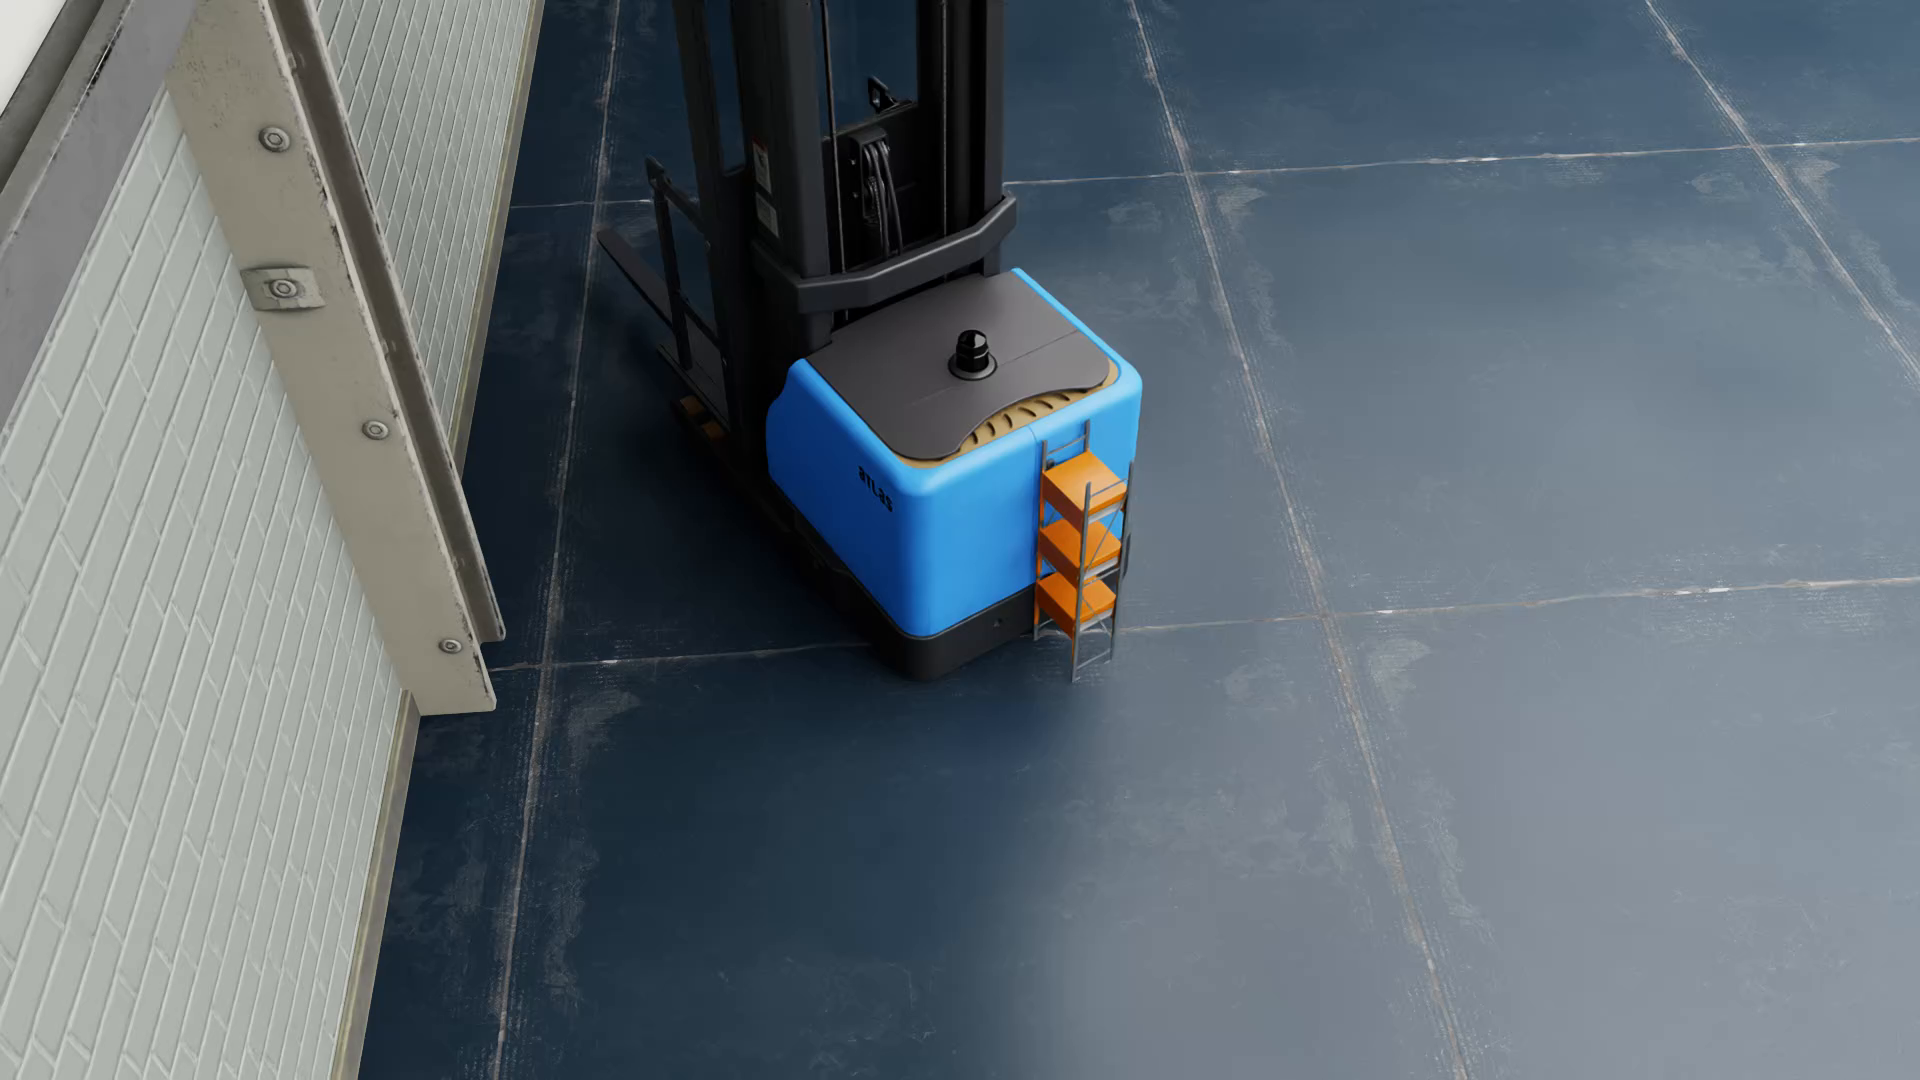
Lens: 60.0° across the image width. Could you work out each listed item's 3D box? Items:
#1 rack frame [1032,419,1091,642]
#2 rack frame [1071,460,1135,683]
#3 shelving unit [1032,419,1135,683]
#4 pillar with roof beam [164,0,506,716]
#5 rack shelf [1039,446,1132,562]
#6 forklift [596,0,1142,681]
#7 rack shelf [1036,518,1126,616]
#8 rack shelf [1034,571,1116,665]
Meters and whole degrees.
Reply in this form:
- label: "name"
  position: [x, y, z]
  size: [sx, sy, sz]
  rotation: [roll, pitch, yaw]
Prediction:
- label: "rack frame"
  position: [0.363, -0.012, 6.038]
  size: [0.200, 1.050, 0.008]
  rotation: [-26, 52, -23]
- label: "rack frame"
  position: [0.500, 0.135, 5.899]
  size: [0.200, 1.050, 0.008]
  rotation: [-26, 52, -23]
- label: "shelving unit"
  position: [0.432, 0.061, 5.969]
  size: [0.215, 1.050, 0.252]
  rotation: [-26, 52, -23]
- label: "pillar with roof beam"
  position: [2.399, -2.859, 3.260]
  size: [9.100, 9.000, 0.400]
  rotation: [-3, 47, -3]
- label: "rack shelf"
  position: [0.432, -0.127, 5.771]
  size: [0.215, 0.259, 0.240]
  rotation: [-26, 52, -23]
- label: "forklift"
  position: [-0.584, -1.528, 6.179]
  size: [1.130, 2.935, 3.031]
  rotation: [-26, 52, -23]
- label: "rack shelf"
  position: [0.432, 0.069, 5.977]
  size: [0.215, 0.259, 0.240]
  rotation: [-26, 52, -23]
- label: "rack shelf"
  position: [0.432, 0.260, 6.178]
  size: [0.215, 0.259, 0.240]
  rotation: [-26, 52, -23]
